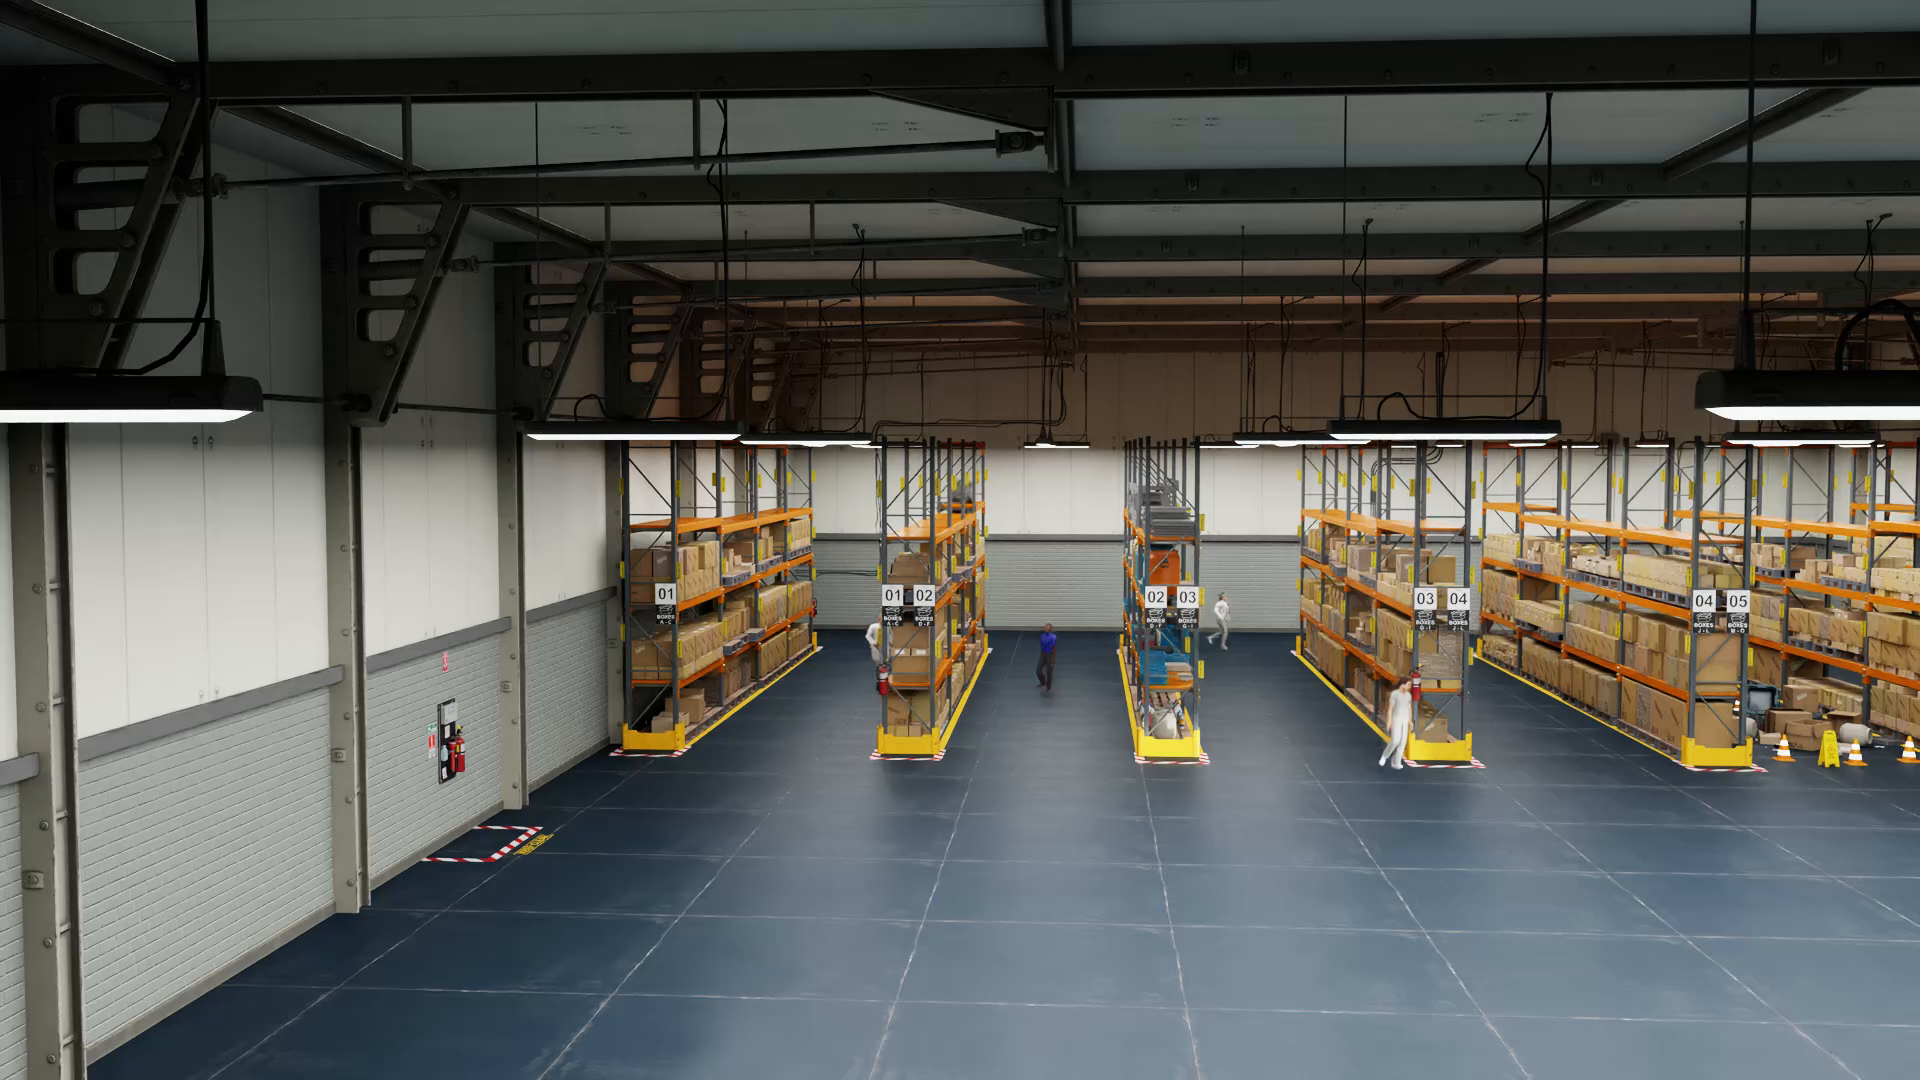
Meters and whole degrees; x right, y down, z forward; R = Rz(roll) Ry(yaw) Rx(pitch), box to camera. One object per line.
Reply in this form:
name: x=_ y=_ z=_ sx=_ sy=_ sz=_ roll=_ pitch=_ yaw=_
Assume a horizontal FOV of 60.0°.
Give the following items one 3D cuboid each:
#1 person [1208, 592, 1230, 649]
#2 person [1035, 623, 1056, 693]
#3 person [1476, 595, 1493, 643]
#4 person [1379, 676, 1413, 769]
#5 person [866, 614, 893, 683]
person: x=7.580 y=2.330 z=48.403 sx=0.687 sy=1.644 sz=0.680 roll=2 pitch=3 yaw=28
person: x=2.048 y=2.799 z=39.510 sx=0.614 sy=1.677 sz=0.440 roll=2 pitch=4 yaw=33
person: x=15.149 y=2.334 z=47.609 sx=0.692 sy=1.710 sz=0.663 roll=-1 pitch=3 yaw=-13
person: x=7.854 y=3.272 z=29.931 sx=0.588 sy=1.666 sz=0.457 roll=-1 pitch=3 yaw=-25
person: x=-1.974 y=2.680 z=40.735 sx=0.700 sy=1.762 sz=0.843 roll=-1 pitch=3 yaw=-10
